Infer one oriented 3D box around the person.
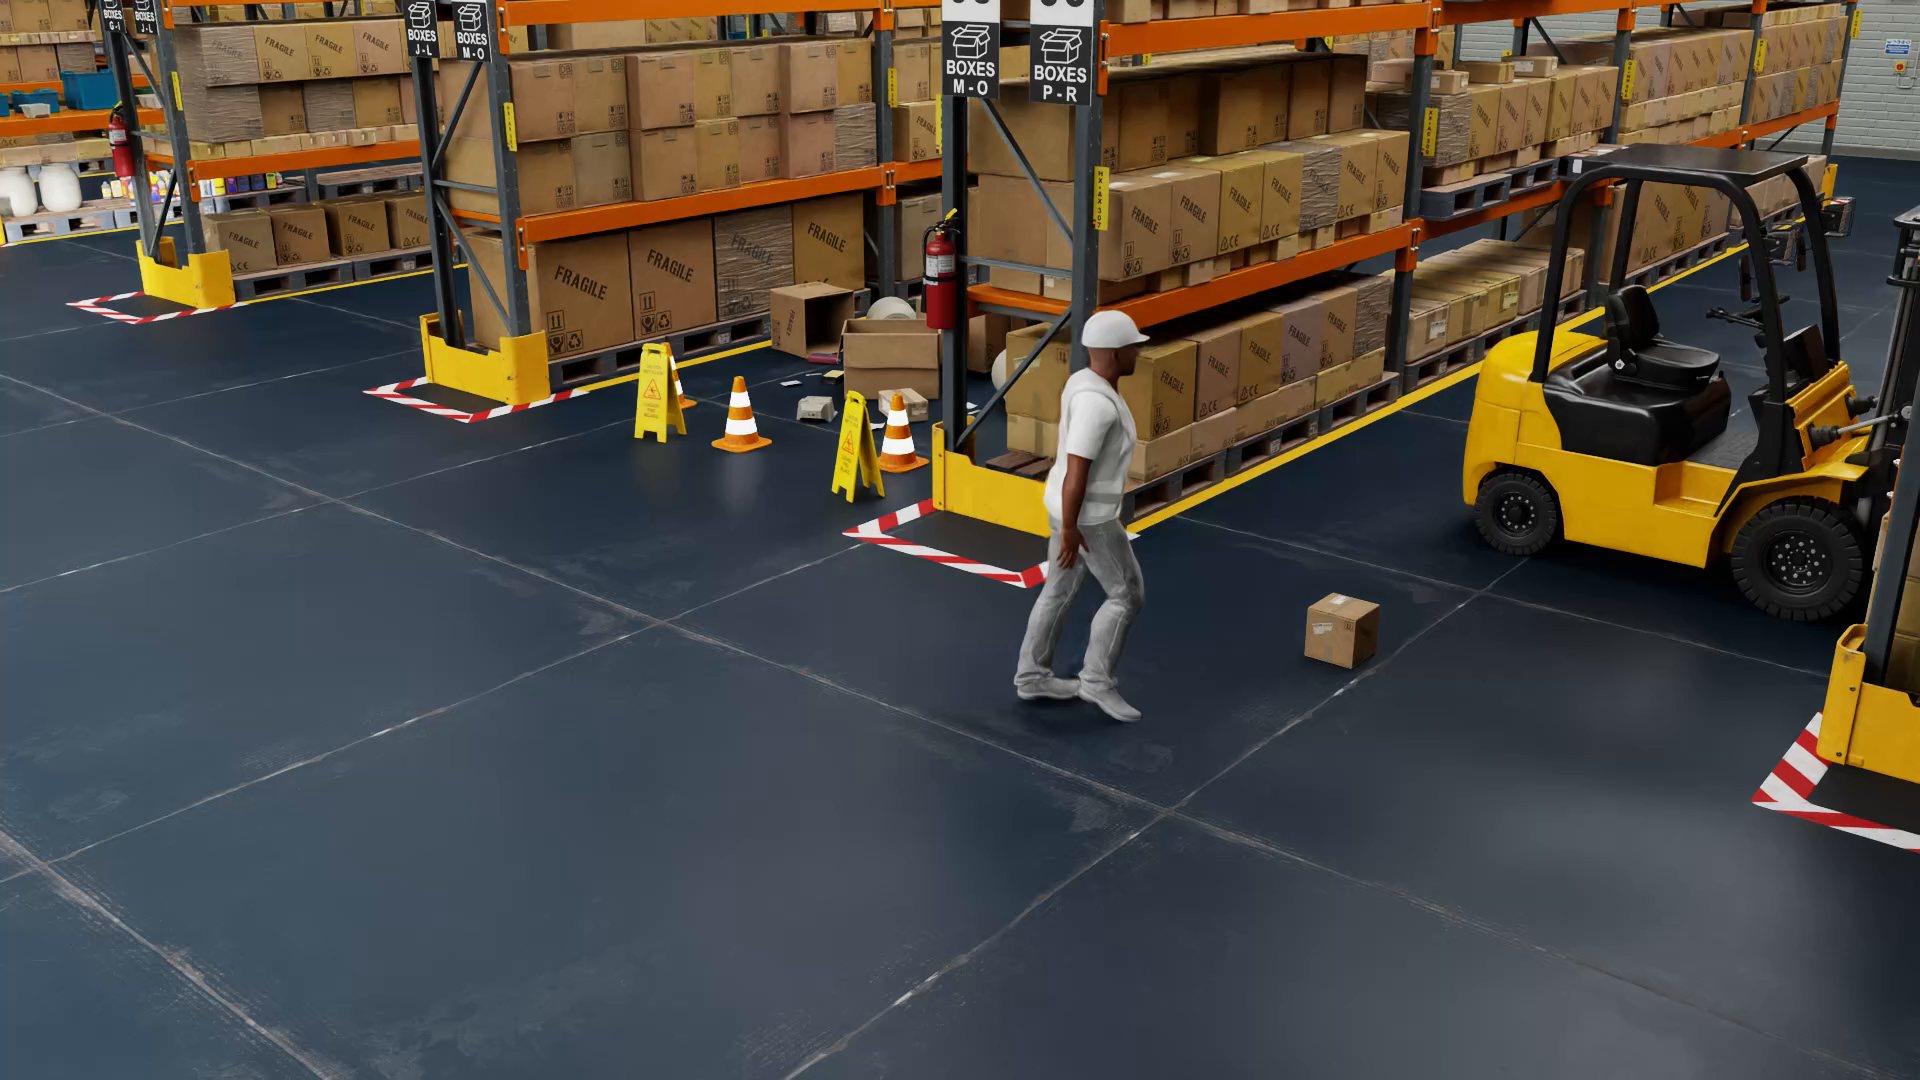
[{"bbox_3d":[0.519,-0.101,7.182,0.564,1.783,0.606,-2,20,-6],"label":"person"}]
